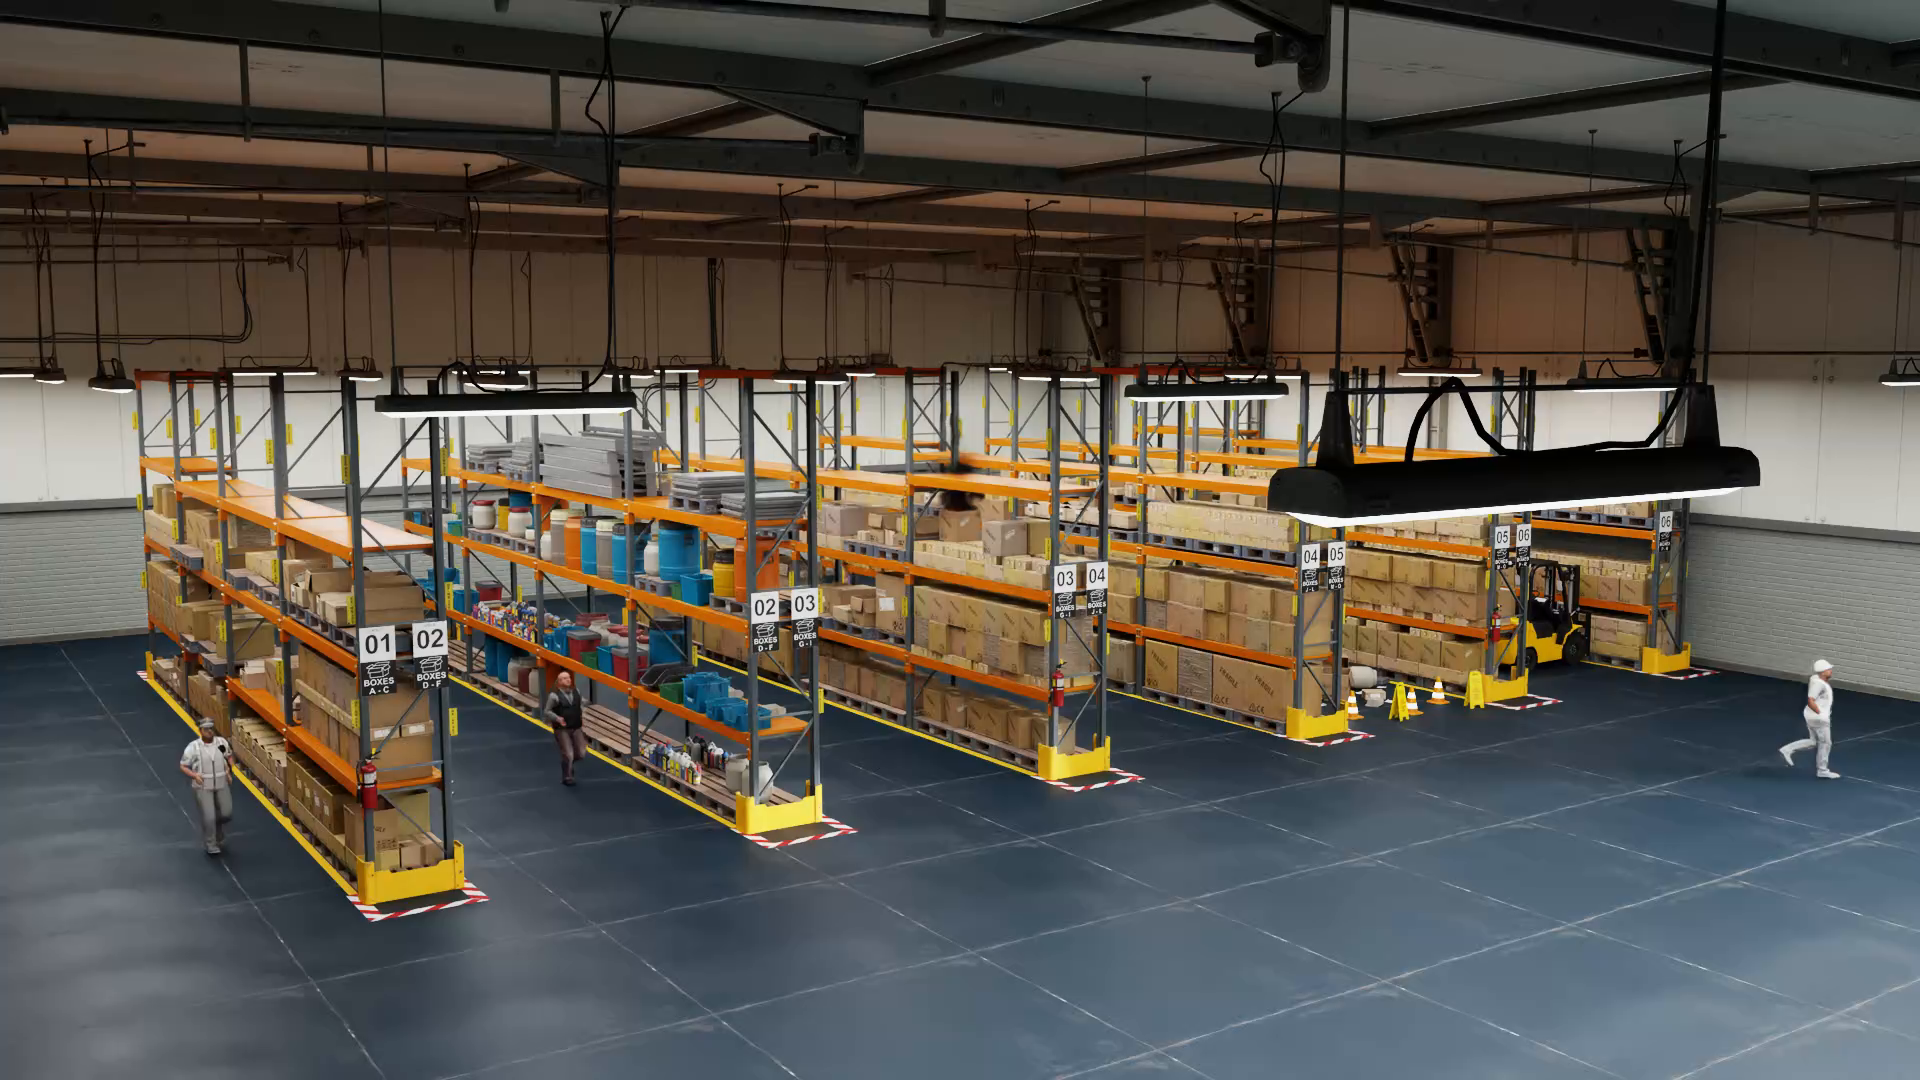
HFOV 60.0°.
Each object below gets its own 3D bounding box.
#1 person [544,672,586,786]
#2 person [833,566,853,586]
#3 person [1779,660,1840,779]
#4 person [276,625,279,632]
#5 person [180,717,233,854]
[{"bbox_3d":[-5.733,2.758,24.310,0.655,1.673,0.604,-5,8,-40],"label":"person"},{"bbox_3d":[-2.593,1.358,37.265,0.551,1.569,0.535,-5,8,-36],"label":"person"},{"bbox_3d":[12.709,2.652,24.812,0.831,1.772,0.679,2,7,21],"label":"person"},{"bbox_3d":[-13.487,1.776,33.195,0.661,1.681,0.583,3,7,28],"label":"person"},{"bbox_3d":[-9.494,3.093,21.067,0.659,1.732,0.622,-6,9,-41],"label":"person"}]
